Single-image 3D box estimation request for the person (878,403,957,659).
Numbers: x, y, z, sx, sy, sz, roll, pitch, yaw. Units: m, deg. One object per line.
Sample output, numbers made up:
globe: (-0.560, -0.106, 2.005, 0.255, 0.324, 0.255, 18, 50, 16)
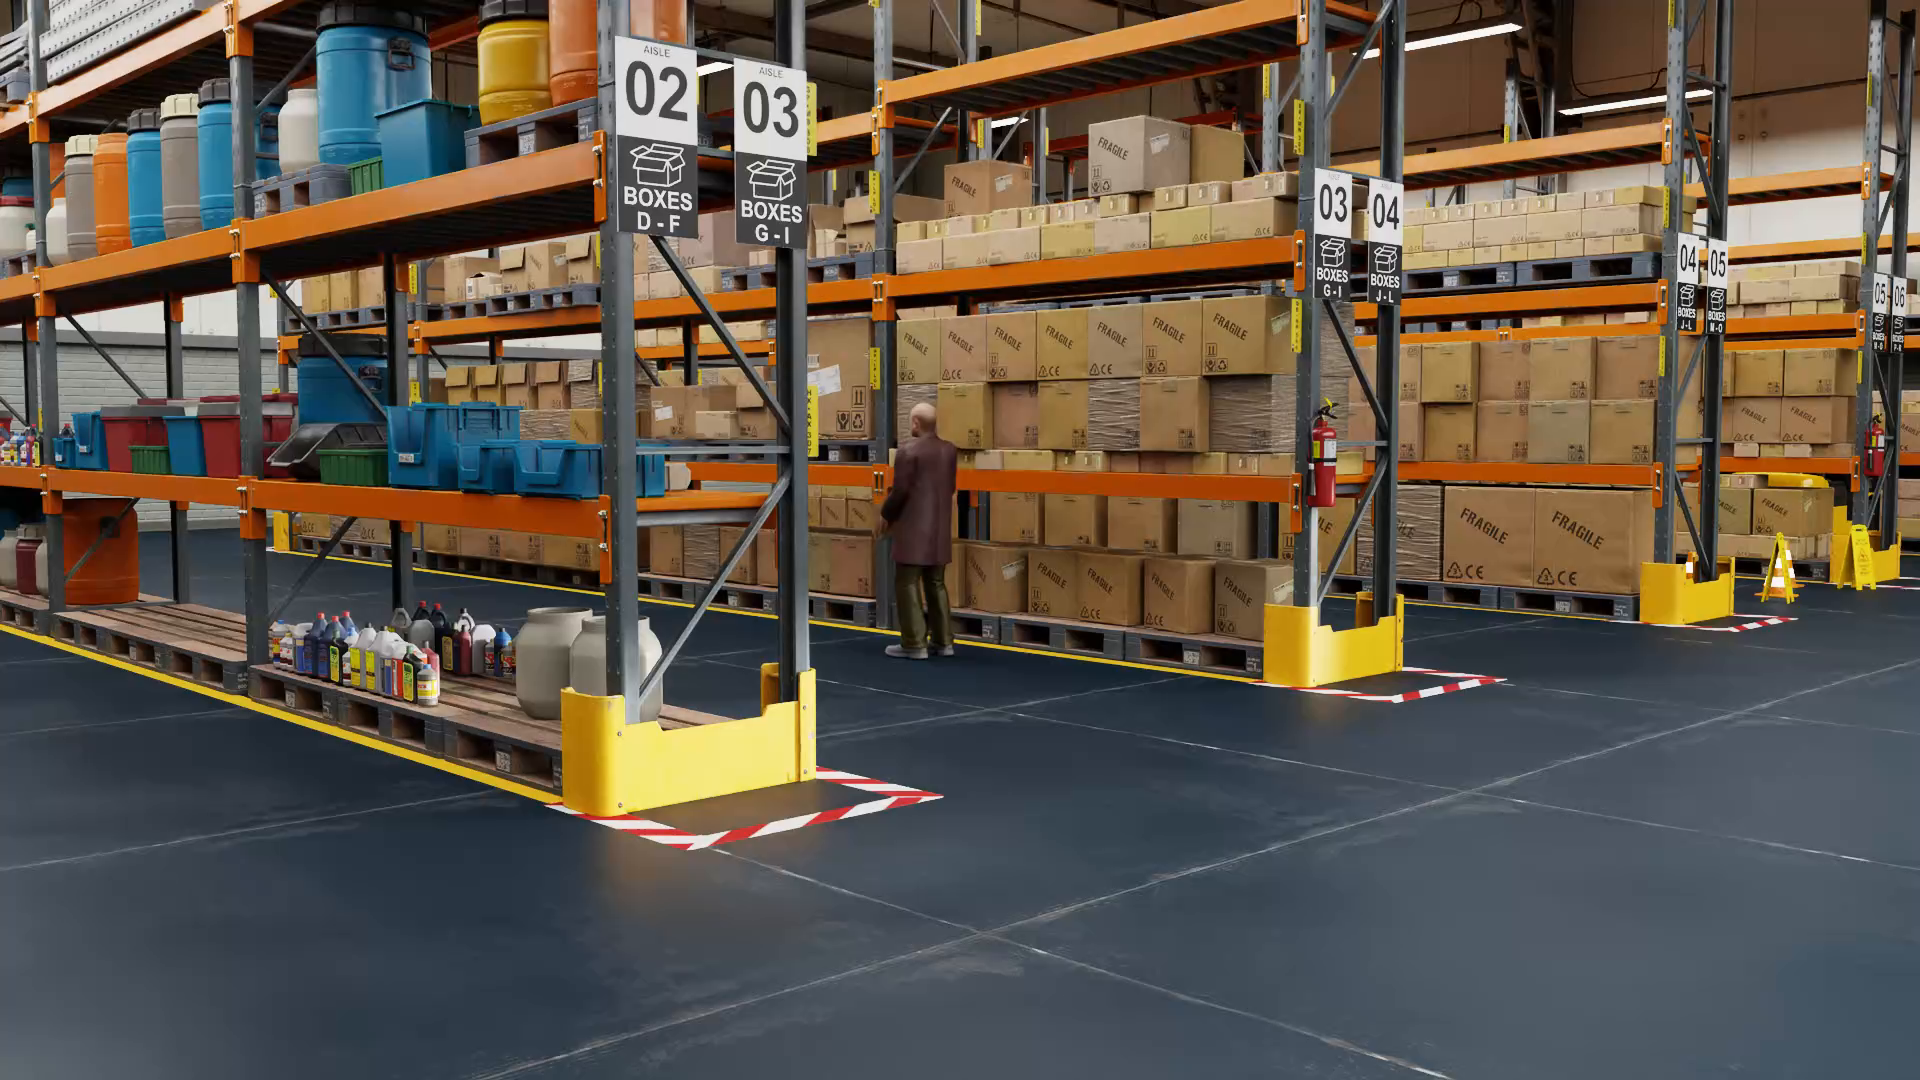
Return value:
person: (-0.310, -0.070, 11.726, 0.566, 1.782, 0.499, -4, 5, -43)
